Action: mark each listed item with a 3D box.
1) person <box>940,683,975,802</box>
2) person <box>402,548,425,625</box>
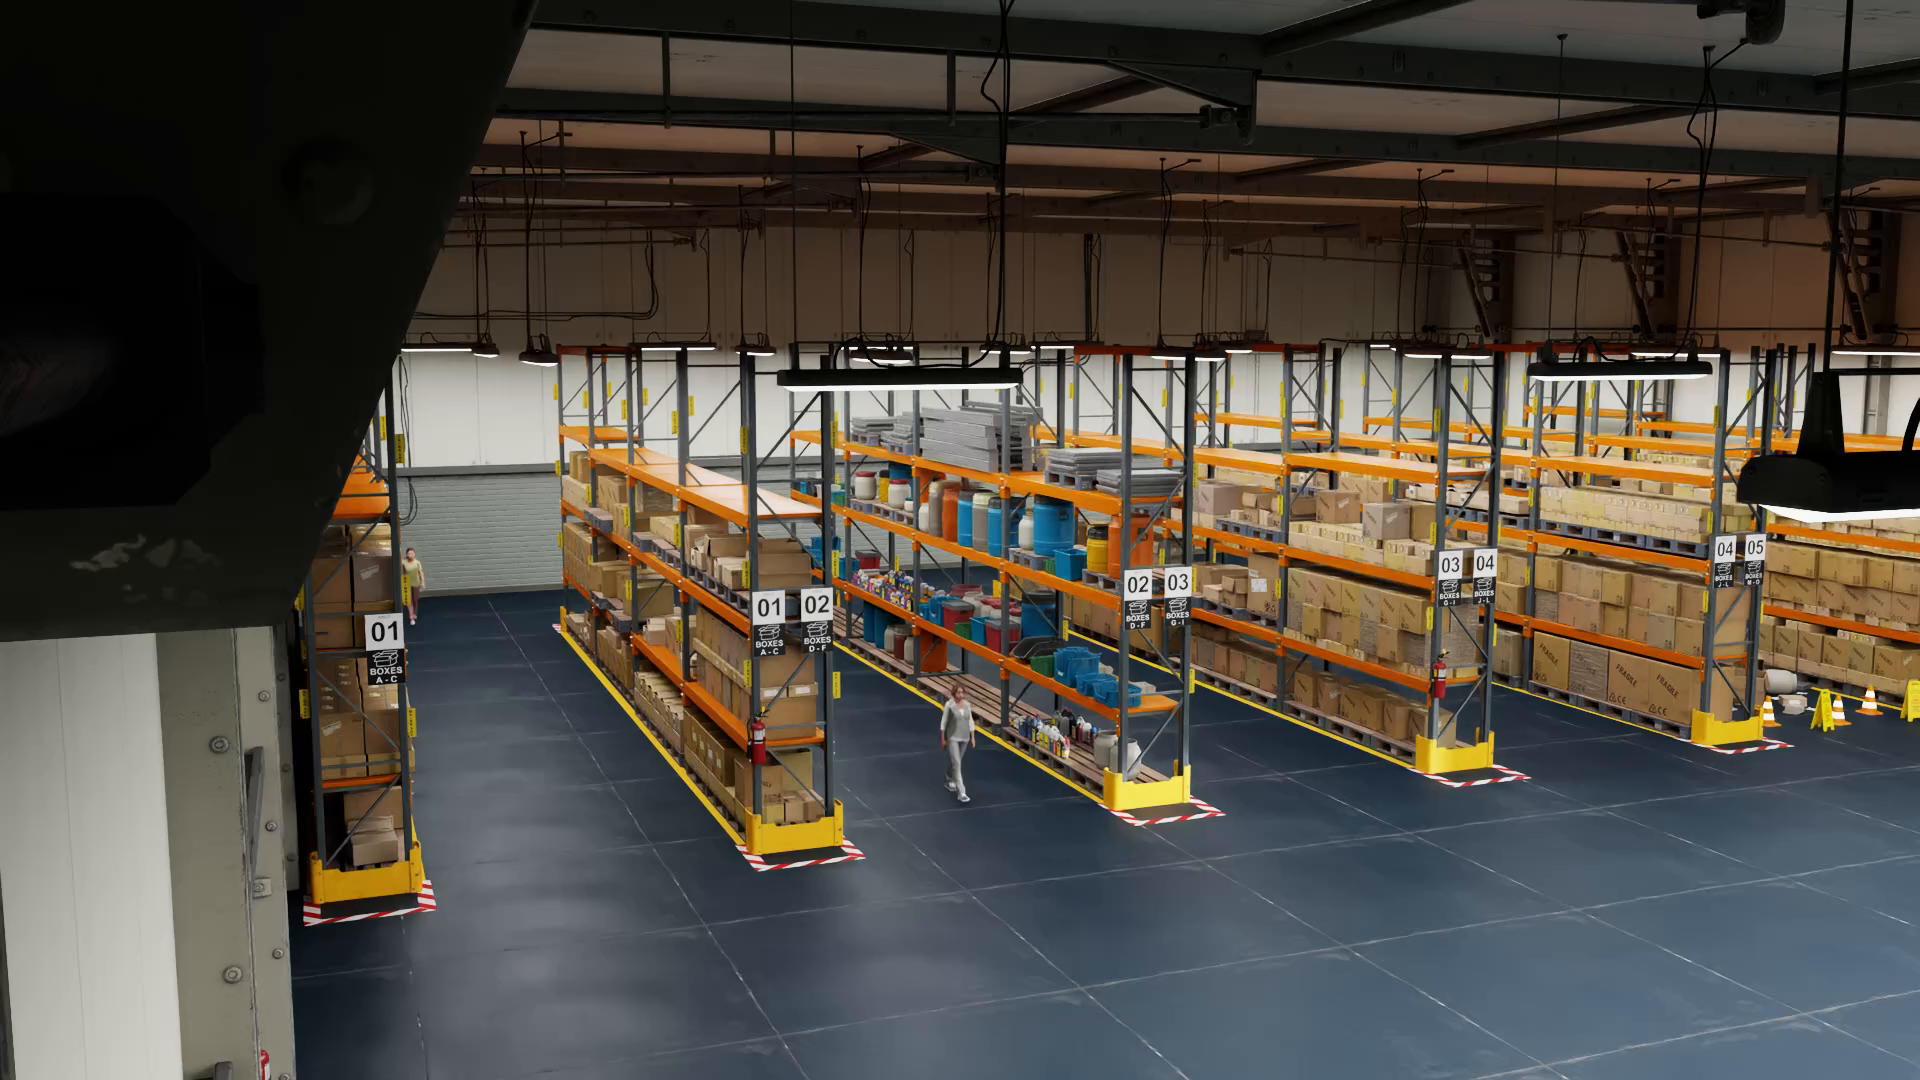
[{"bbox_3d":[0.000,2.718,22.424,0.442,1.514,0.926,-5,9,-34],"label":"person"},{"bbox_3d":[-11.807,0.943,35.817,0.508,1.556,0.995,-3,8,-24],"label":"person"}]
